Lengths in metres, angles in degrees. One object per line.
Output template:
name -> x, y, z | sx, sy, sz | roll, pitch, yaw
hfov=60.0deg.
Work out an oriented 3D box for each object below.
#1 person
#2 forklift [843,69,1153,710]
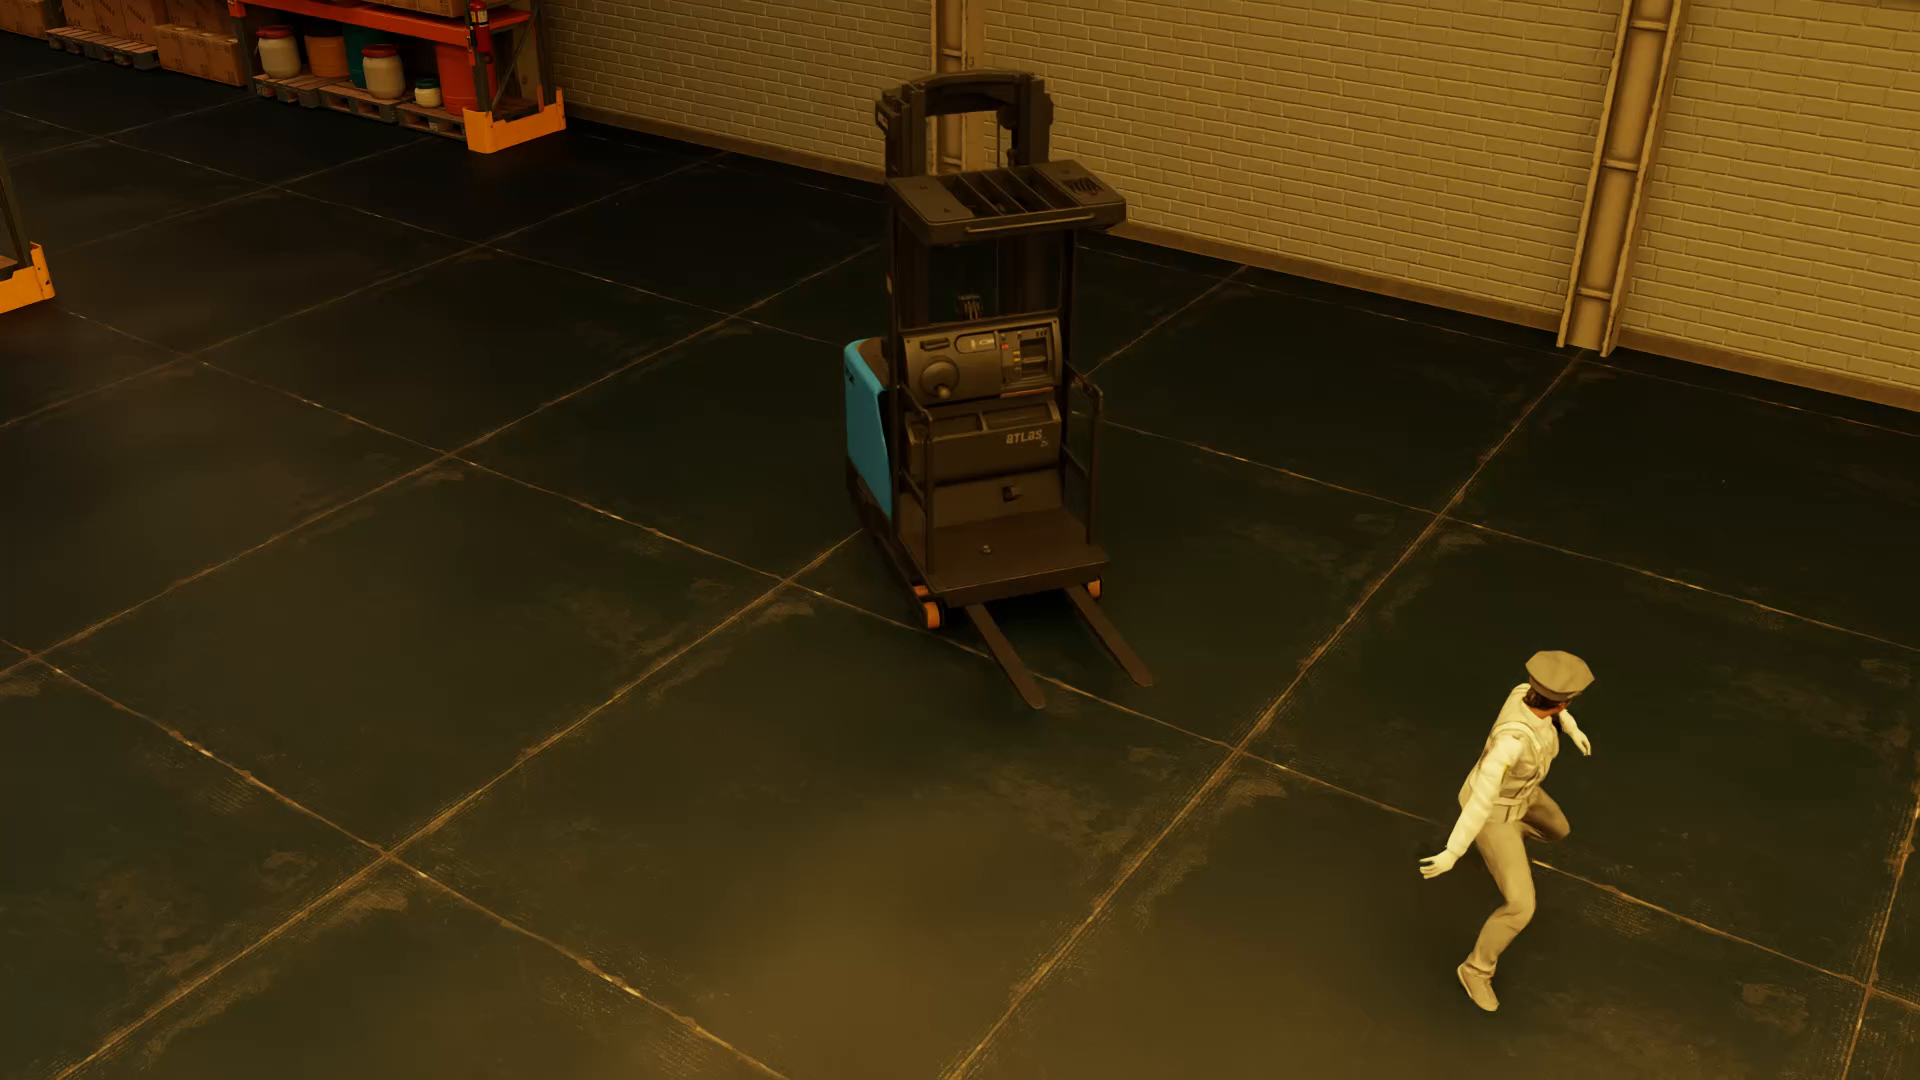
person -> 2.334, 1.163, 7.062 | 0.472, 1.566, 1.105 | 20, 36, 30
forklift -> 0.207, -0.978, 9.266 | 1.130, 2.935, 3.031 | -10, 32, -16
